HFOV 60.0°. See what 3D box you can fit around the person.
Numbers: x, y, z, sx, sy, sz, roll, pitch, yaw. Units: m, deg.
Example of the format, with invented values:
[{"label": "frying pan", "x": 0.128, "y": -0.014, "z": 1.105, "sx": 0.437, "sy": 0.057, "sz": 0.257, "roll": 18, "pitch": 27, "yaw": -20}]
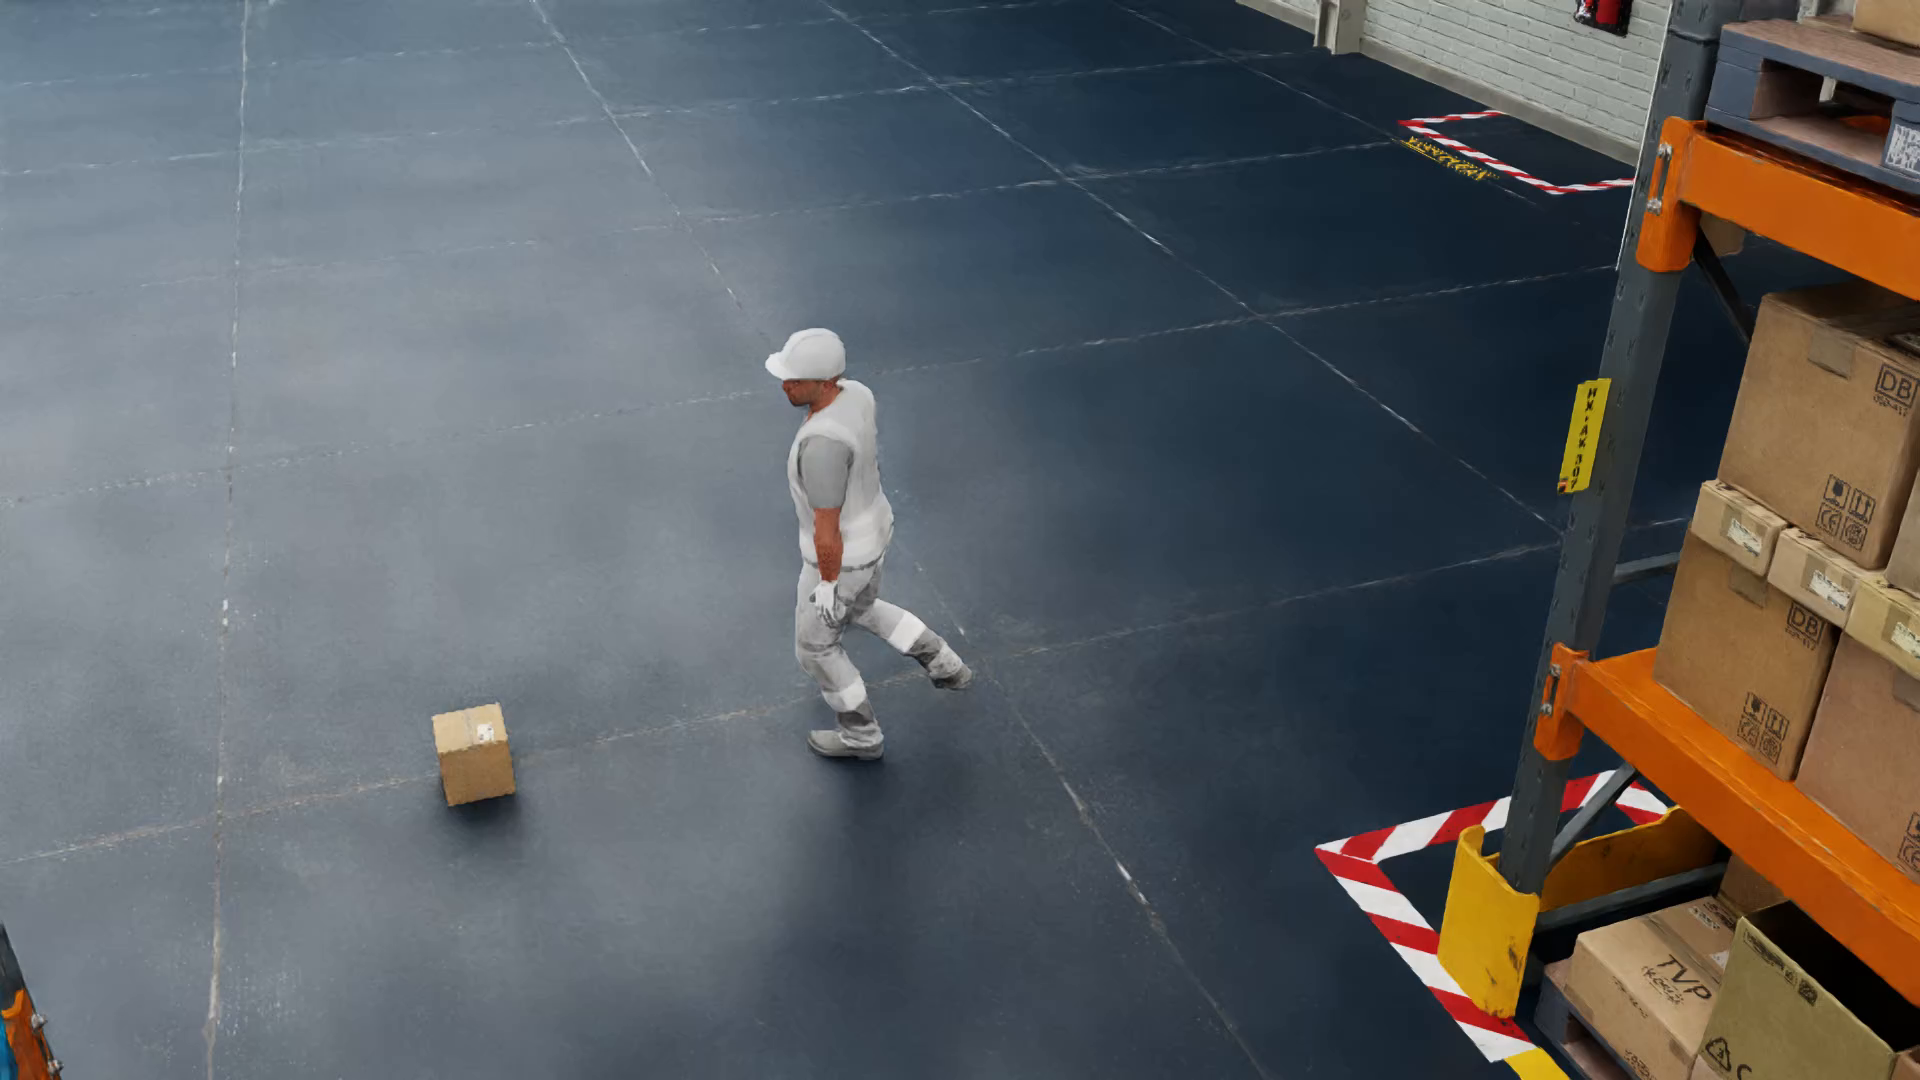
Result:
[{"label": "person", "x": -0.304, "y": 0.006, "z": 6.120, "sx": 0.649, "sy": 1.741, "sz": 0.692, "roll": 7, "pitch": 30, "yaw": 12}]
